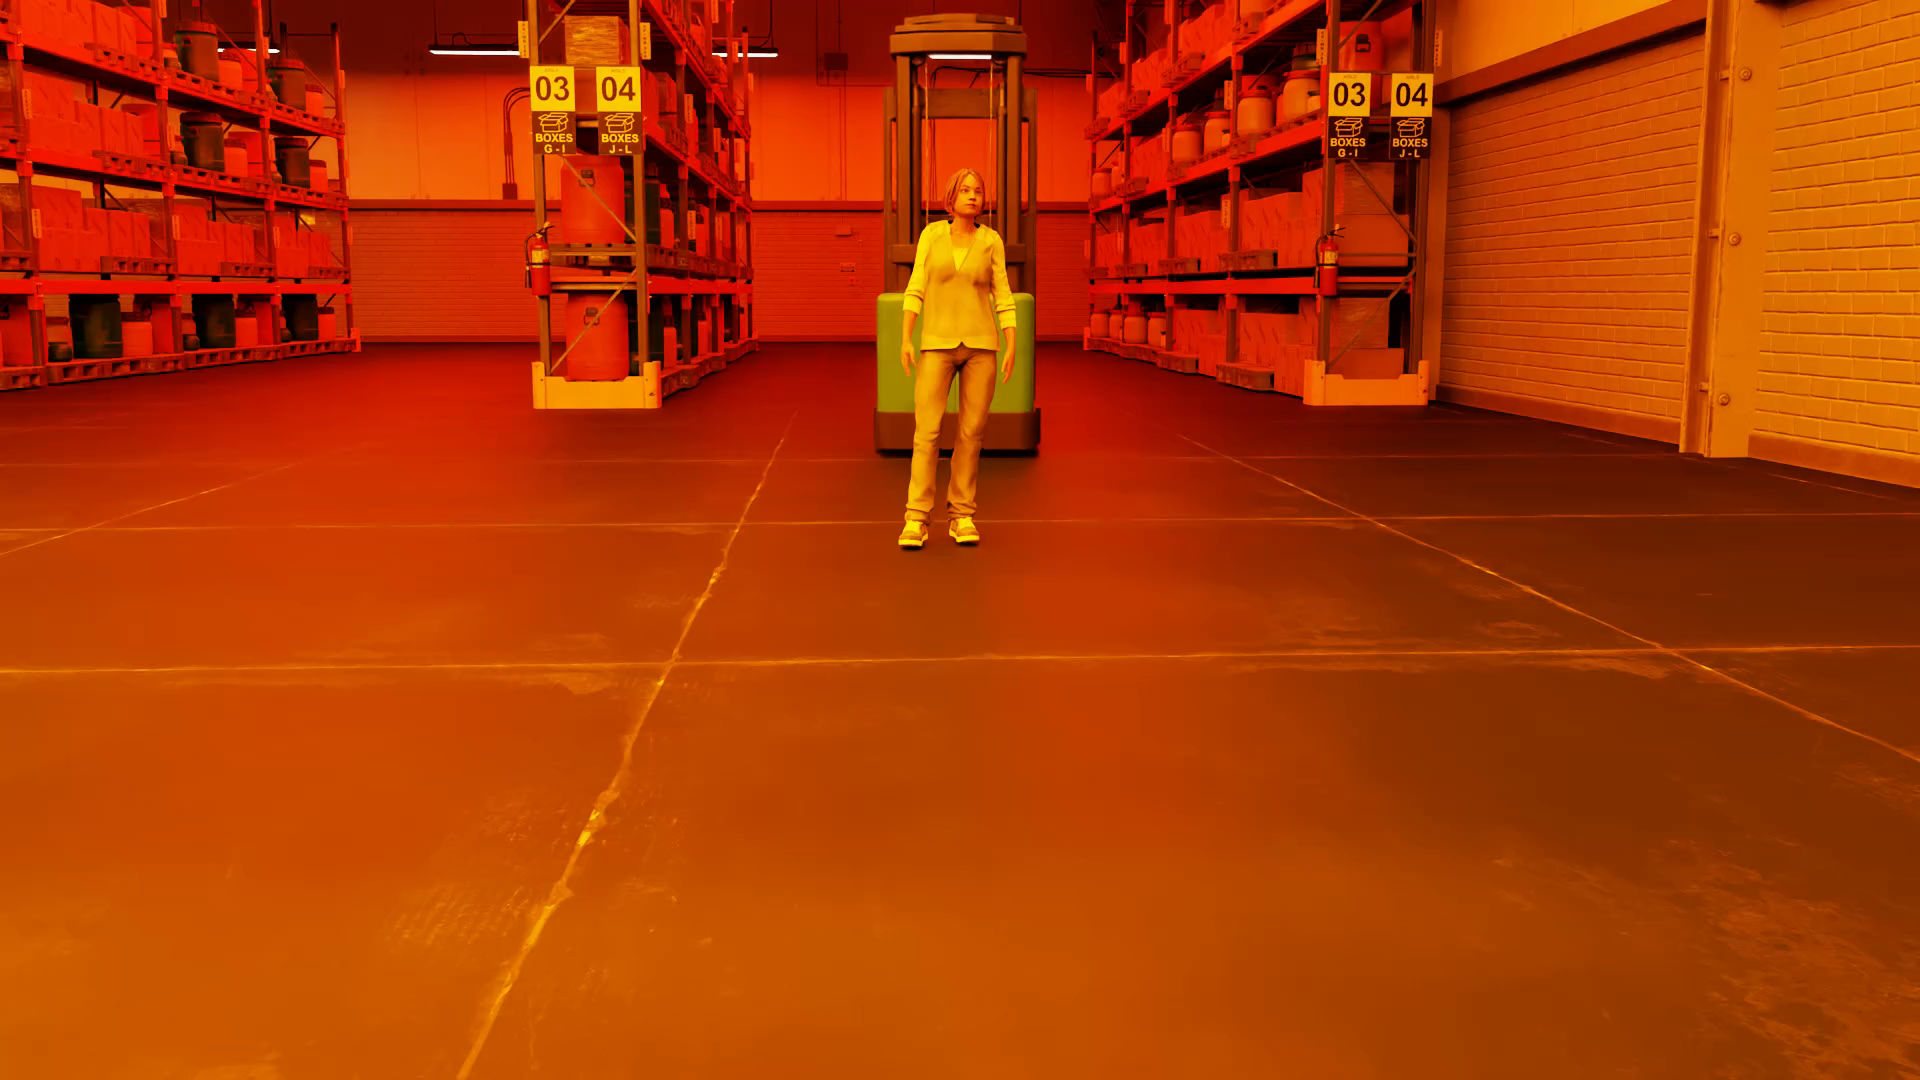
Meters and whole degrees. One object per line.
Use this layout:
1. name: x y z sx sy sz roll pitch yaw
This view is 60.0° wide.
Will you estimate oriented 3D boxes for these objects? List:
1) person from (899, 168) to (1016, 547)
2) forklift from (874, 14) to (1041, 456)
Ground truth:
1. person: -0.010 -0.786 7.118 0.520 1.597 0.475 -1 8 -4
2. forklift: 0.008 -2.186 12.055 1.130 2.935 3.031 0 8 1
